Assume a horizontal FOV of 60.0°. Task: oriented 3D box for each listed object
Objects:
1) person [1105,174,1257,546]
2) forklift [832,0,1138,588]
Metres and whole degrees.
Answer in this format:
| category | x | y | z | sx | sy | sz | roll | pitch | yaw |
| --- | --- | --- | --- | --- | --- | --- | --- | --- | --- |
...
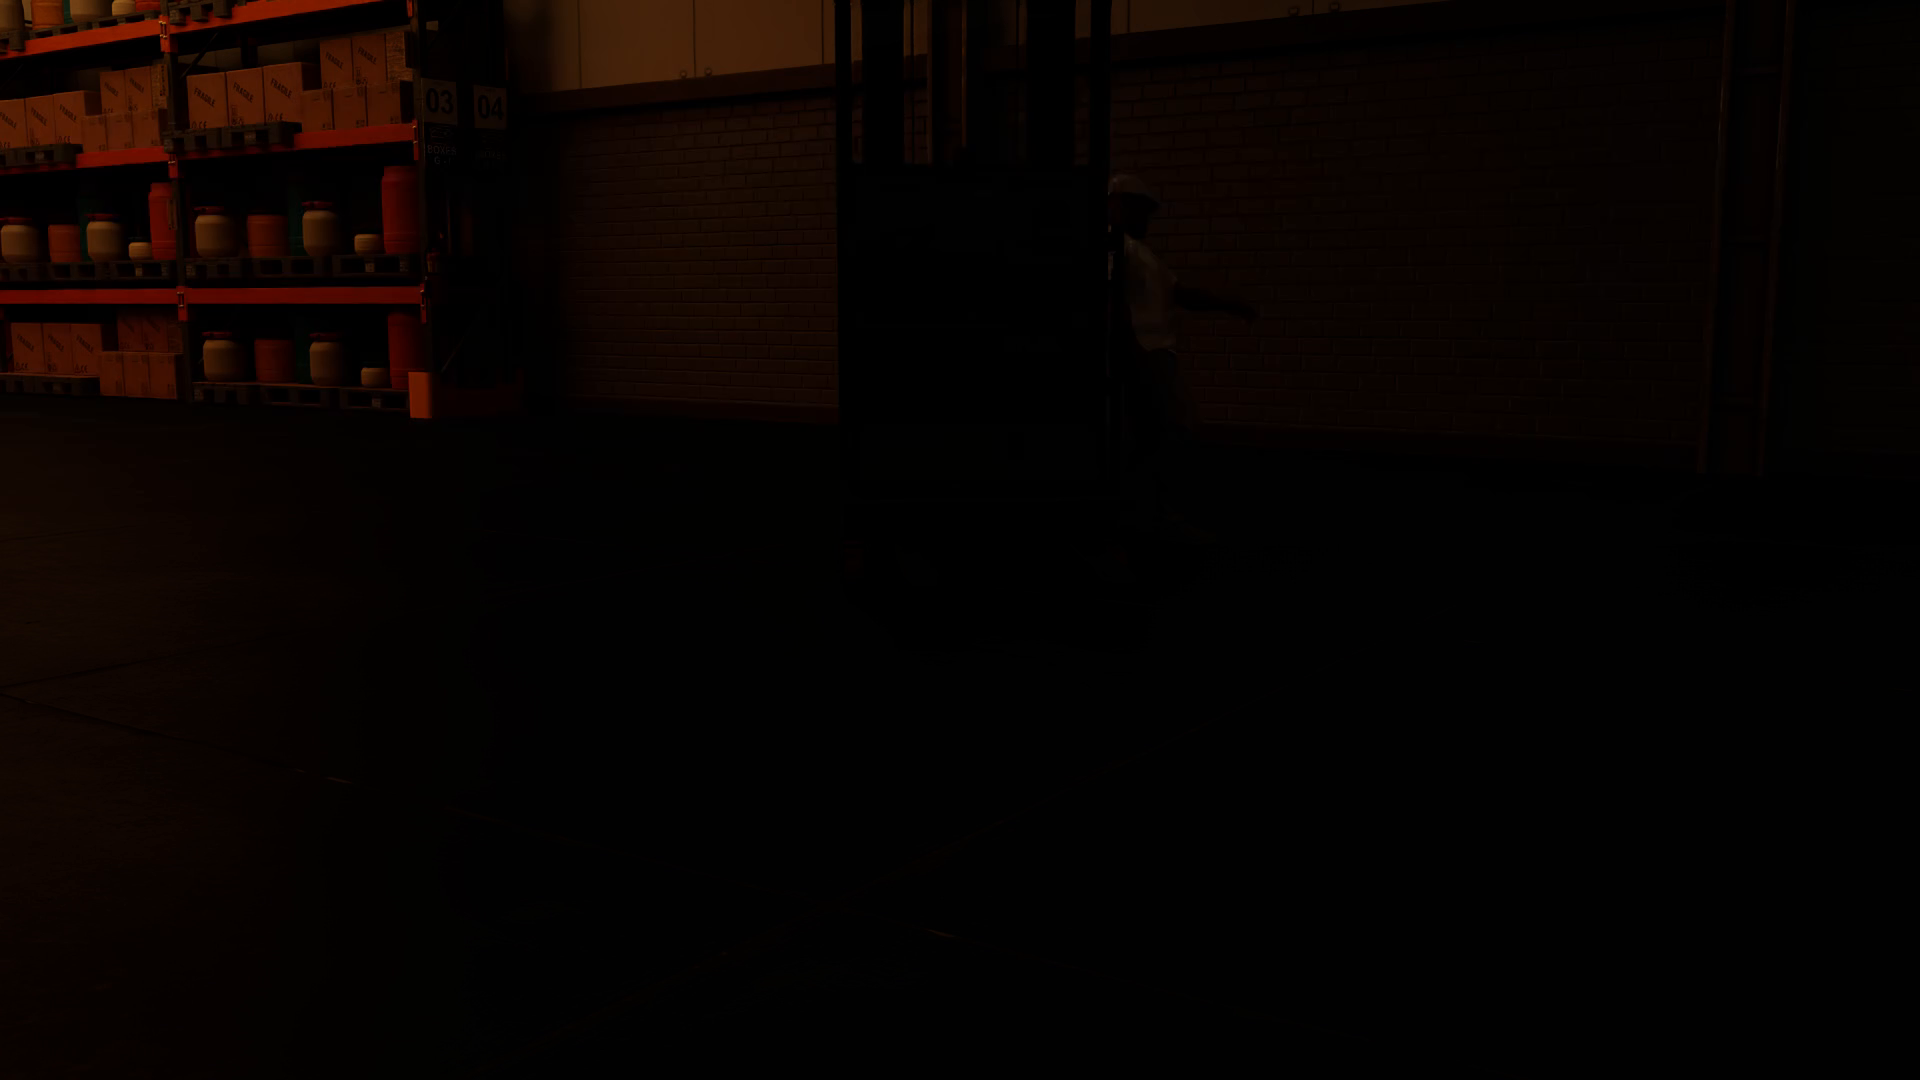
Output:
| category | x | y | z | sx | sy | sz | roll | pitch | yaw |
| --- | --- | --- | --- | --- | --- | --- | --- | --- | --- |
| person | 0.891 | -0.829 | 7.558 | 0.895 | 1.676 | 0.821 | 2 | 8 | 10 |
| forklift | 0.072 | -1.309 | 6.396 | 1.130 | 2.935 | 3.031 | -1 | 8 | -5 |
